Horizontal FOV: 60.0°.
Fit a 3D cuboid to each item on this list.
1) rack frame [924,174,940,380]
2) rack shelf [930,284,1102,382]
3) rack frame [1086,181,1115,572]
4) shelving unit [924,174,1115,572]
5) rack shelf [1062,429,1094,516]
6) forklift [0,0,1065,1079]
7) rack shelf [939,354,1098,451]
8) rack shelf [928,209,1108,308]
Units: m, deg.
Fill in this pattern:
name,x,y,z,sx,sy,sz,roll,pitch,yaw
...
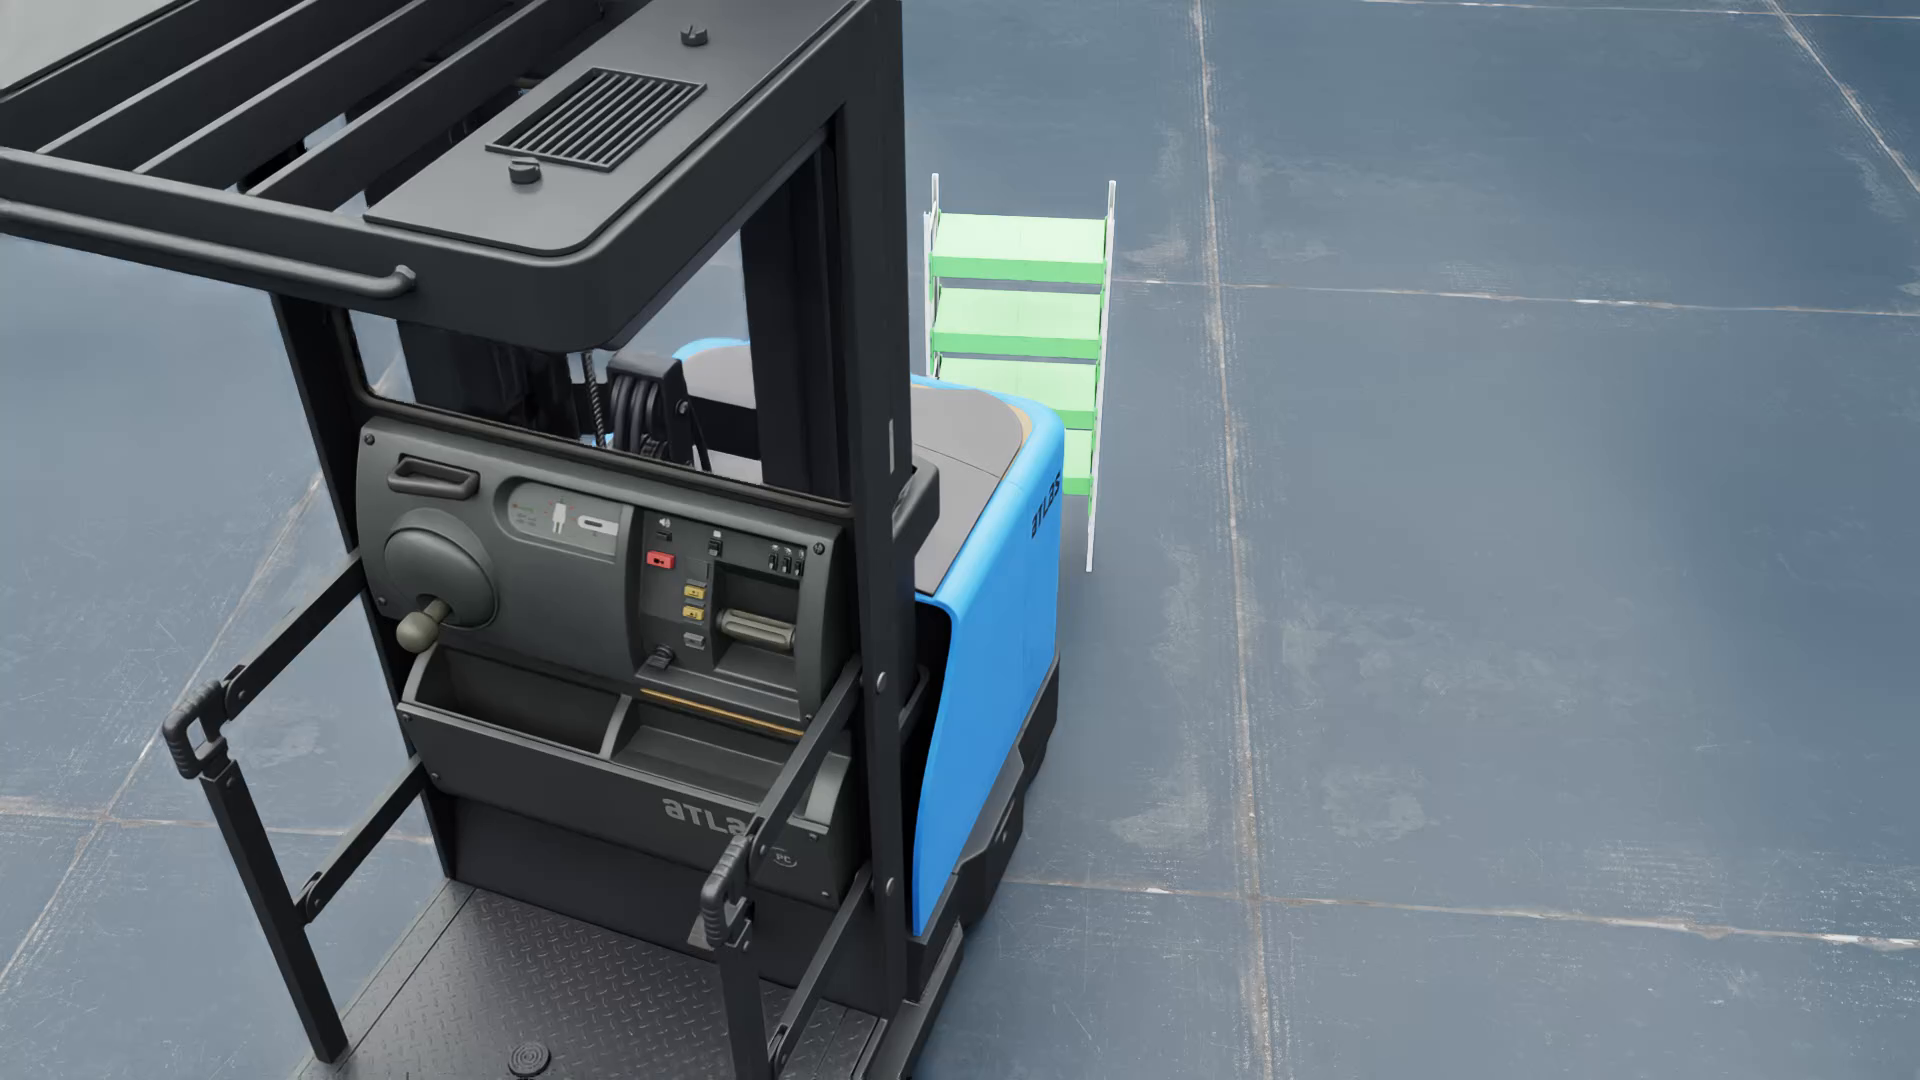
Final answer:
name,x,y,z,sx,sy,sz,roll,pitch,yaw
rack frame,-0.078,-0.470,4.876,0.015,1.200,0.240,3,39,4
rack shelf,0.165,-0.593,4.749,0.480,0.148,0.258,3,39,4
rack frame,0.408,-0.443,4.844,0.015,1.200,0.240,3,39,4
shelving unit,0.165,-0.456,4.860,0.503,1.200,0.258,3,39,4
rack shelf,0.165,-0.221,5.052,0.480,0.148,0.258,3,39,4
forklift,-0.726,0.139,2.757,1.130,2.935,3.031,13,41,16
rack shelf,0.165,-0.407,4.900,0.480,0.148,0.258,3,39,4
rack shelf,0.165,-0.779,4.597,0.480,0.148,0.258,3,39,4
